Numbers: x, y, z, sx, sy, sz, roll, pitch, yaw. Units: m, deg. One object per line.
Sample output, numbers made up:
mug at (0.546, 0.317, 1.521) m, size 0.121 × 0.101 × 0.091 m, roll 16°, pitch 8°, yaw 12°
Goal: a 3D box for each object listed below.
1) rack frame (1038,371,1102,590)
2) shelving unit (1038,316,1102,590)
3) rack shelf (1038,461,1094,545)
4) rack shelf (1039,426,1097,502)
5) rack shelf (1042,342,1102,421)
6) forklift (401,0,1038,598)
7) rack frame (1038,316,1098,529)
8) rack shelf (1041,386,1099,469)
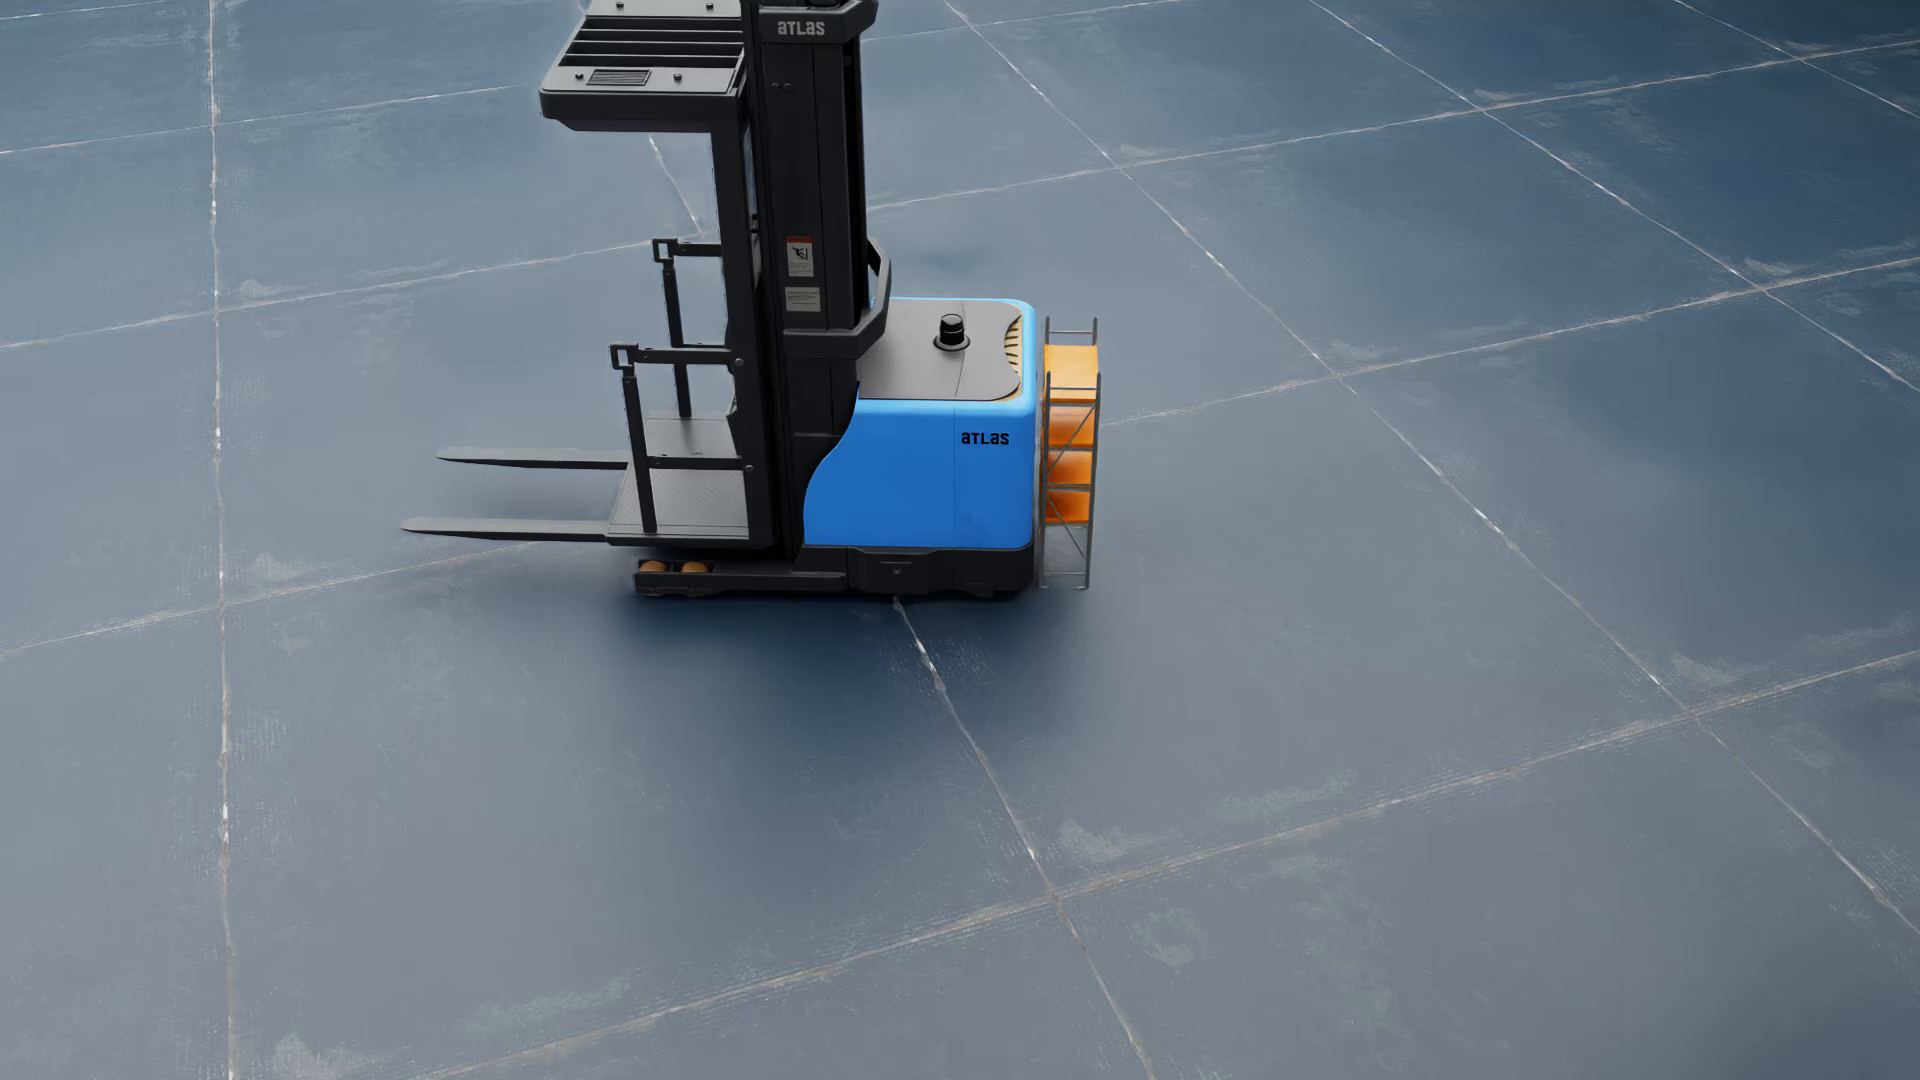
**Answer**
rack frame at (0.495, -0.249, 7.584) m, size 0.240 × 1.200 × 0.015 m, roll 1°, pitch 37°, yaw 2°
shelving unit at (0.503, -0.396, 7.778) m, size 0.258 × 1.200 × 0.503 m, roll 1°, pitch 37°, yaw 2°
rack shelf at (0.503, -0.184, 7.938) m, size 0.258 × 0.148 × 0.480 m, roll 1°, pitch 37°, yaw 2°
rack shelf at (0.503, -0.342, 7.819) m, size 0.258 × 0.148 × 0.480 m, roll 1°, pitch 37°, yaw 2°
rack shelf at (0.503, -0.710, 7.542) m, size 0.258 × 0.148 × 0.480 m, roll 1°, pitch 37°, yaw 2°
forklift at (-1.153, -1.217, 7.430) m, size 3.031 × 2.935 × 1.130 m, roll 1°, pitch 37°, yaw 2°
rack frame at (0.512, -0.543, 7.973) m, size 0.240 × 1.200 × 0.015 m, roll 1°, pitch 37°, yaw 2°
rack shelf at (0.503, -0.521, 7.684) m, size 0.258 × 0.148 × 0.480 m, roll 1°, pitch 37°, yaw 2°
